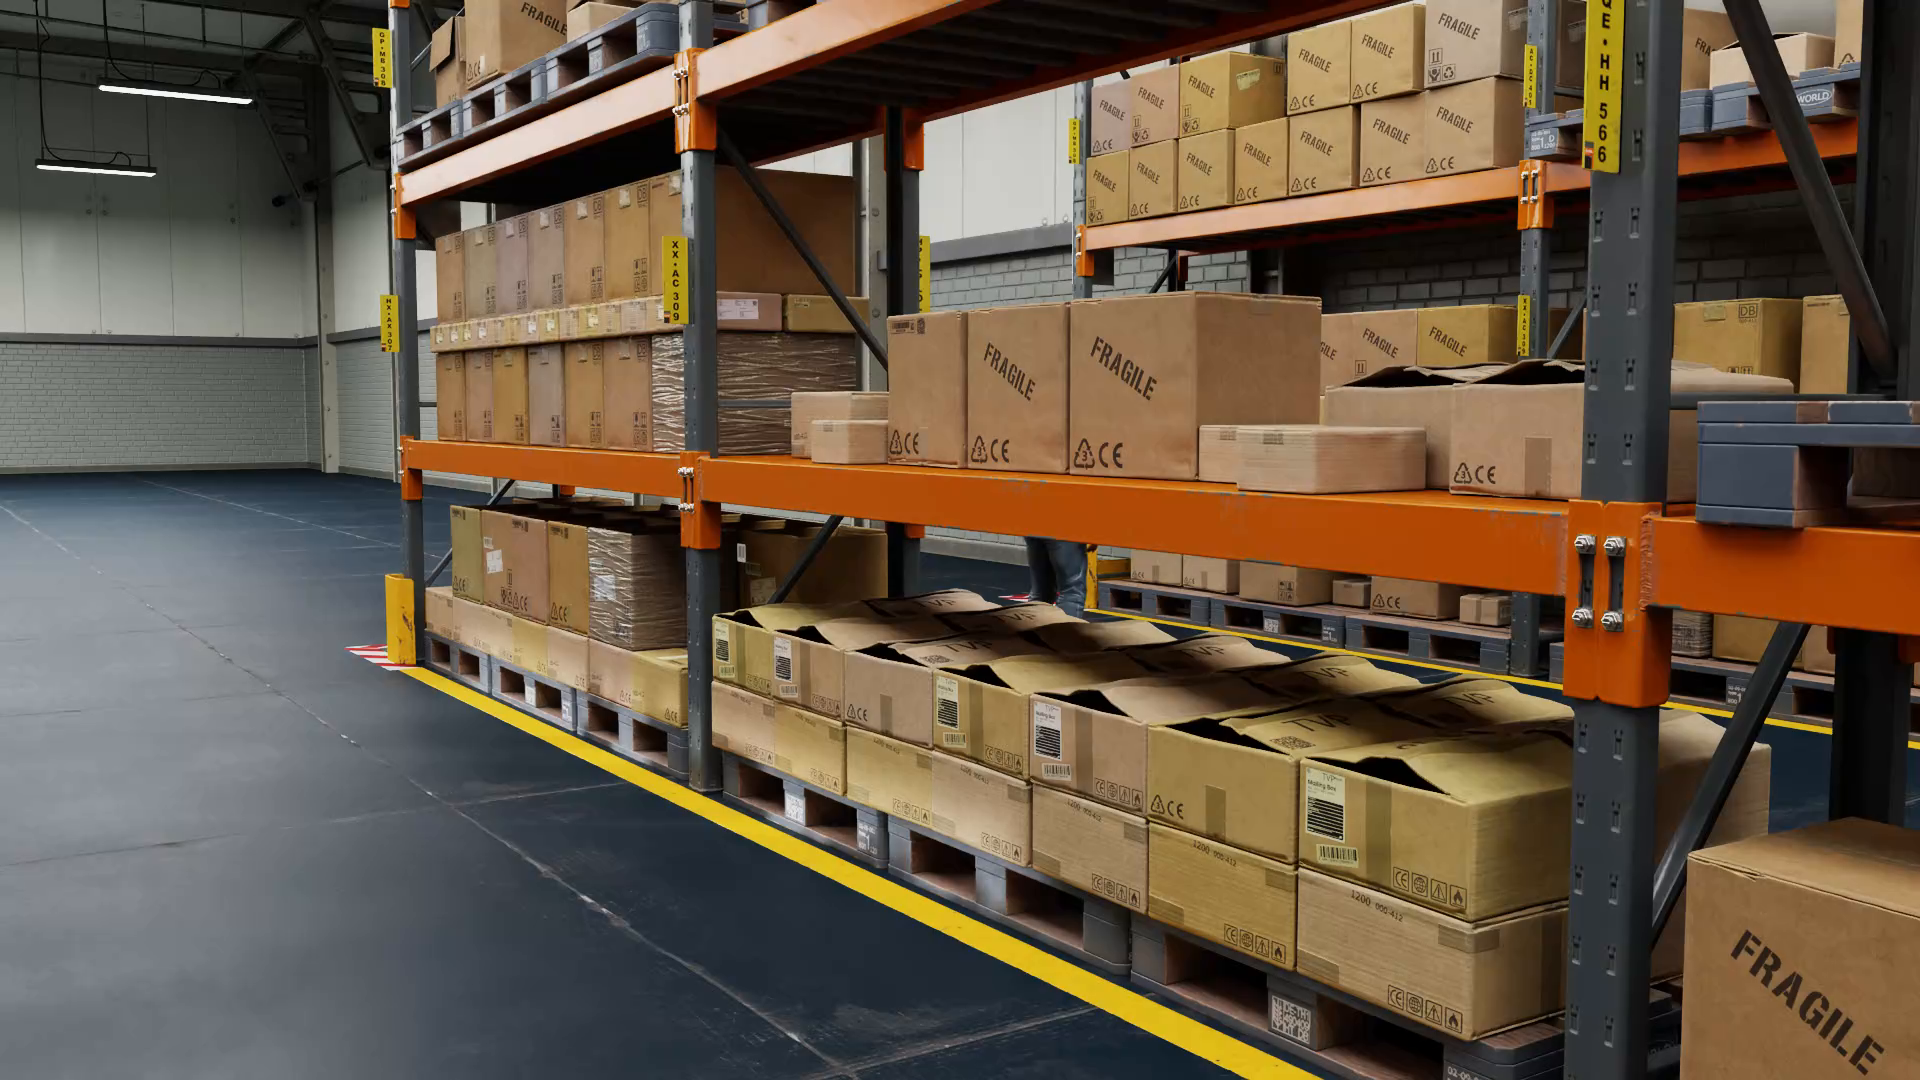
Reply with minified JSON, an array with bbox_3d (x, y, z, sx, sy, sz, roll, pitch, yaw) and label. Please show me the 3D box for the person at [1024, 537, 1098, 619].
[{"bbox_3d":[0.534,-0.114,9.117,0.456,1.761,0.628,-3,6,-33],"label":"person"}]
